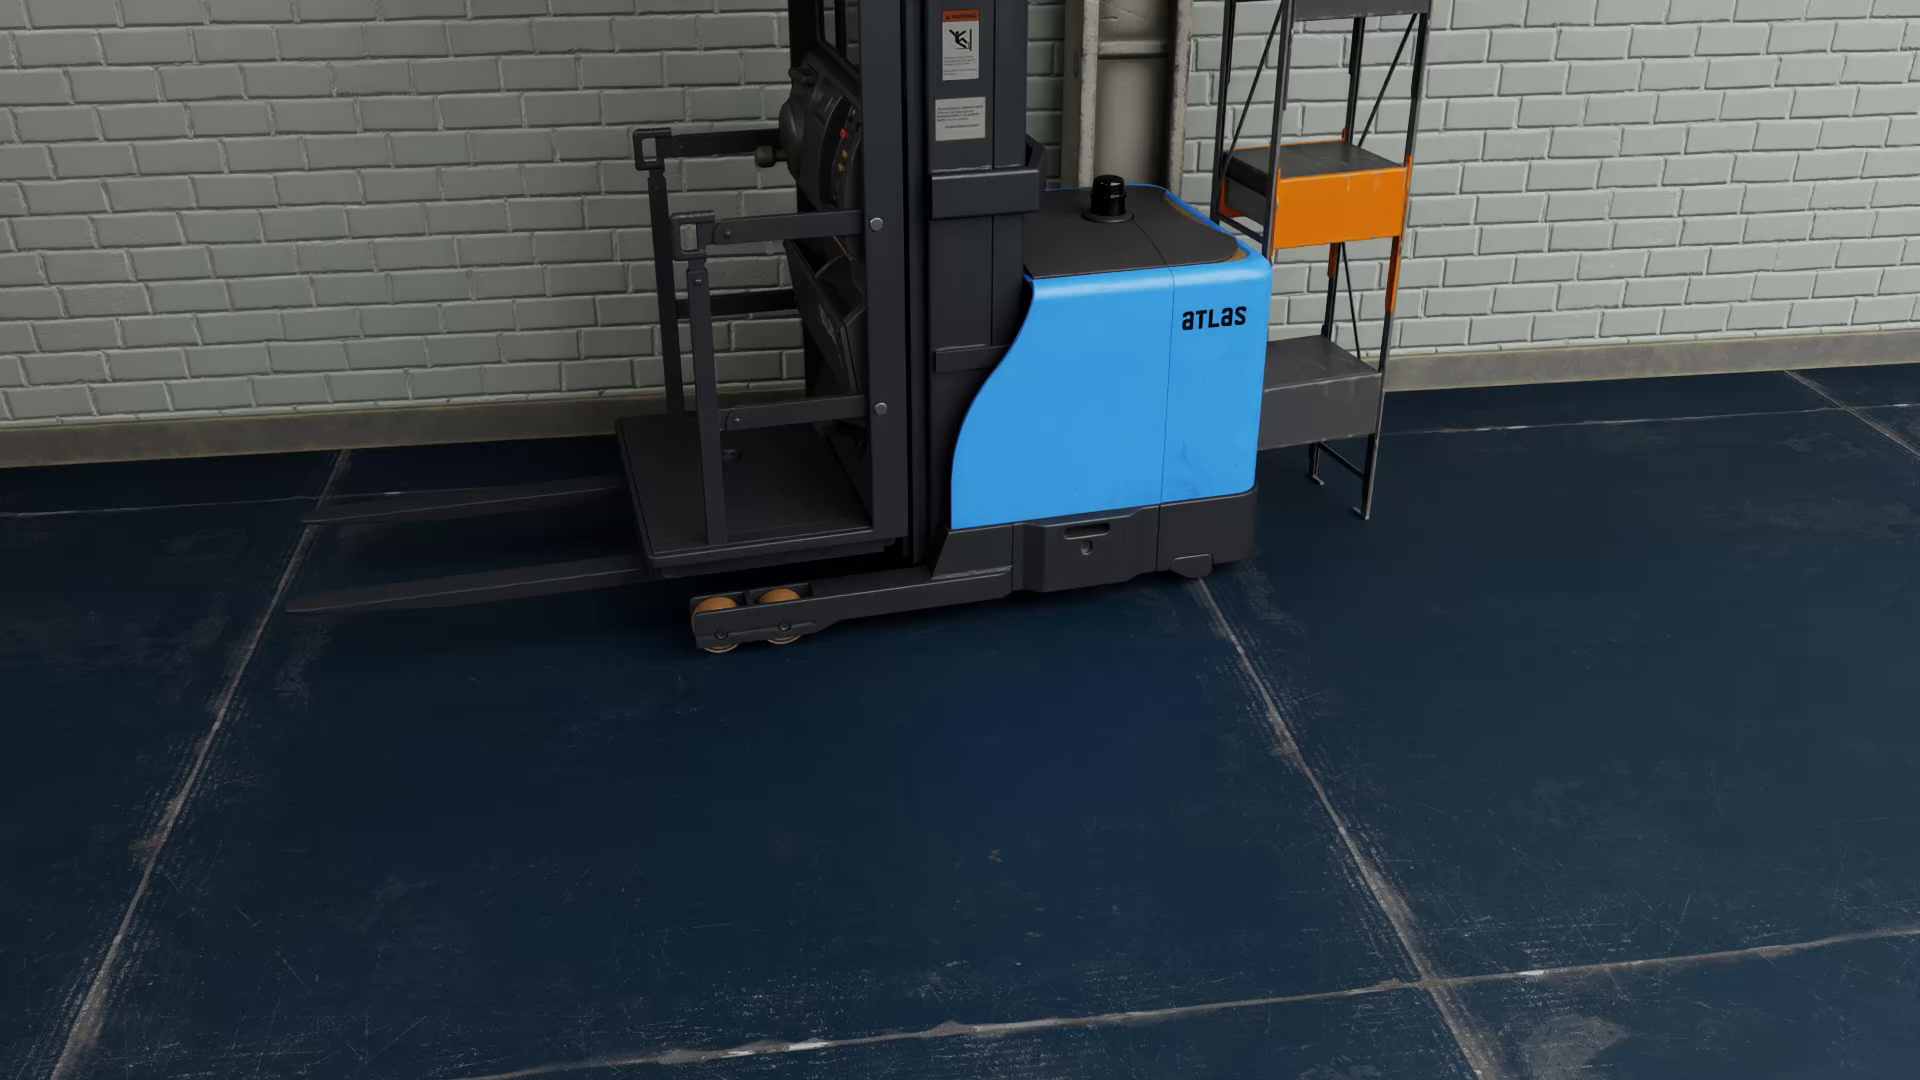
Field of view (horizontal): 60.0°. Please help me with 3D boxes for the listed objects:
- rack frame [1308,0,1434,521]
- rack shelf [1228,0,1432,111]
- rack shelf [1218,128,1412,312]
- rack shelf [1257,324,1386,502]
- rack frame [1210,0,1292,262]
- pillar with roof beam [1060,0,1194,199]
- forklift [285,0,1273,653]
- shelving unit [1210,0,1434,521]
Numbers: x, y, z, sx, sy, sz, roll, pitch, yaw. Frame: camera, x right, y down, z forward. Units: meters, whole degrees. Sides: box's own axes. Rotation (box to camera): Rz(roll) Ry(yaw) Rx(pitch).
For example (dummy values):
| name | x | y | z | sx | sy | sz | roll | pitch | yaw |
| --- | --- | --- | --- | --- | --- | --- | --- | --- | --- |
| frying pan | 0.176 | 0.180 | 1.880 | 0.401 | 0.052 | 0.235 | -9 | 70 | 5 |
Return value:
| name | x | y | z | sx | sy | sz | roll | pitch | yaw |
| --- | --- | --- | --- | --- | --- | --- | --- | --- | --- |
| rack frame | 1.374 | -1.089 | 5.571 | 0.015 | 2.100 | 0.400 | -9 | 29 | -17 |
| rack shelf | 1.144 | -1.663 | 5.187 | 0.480 | 0.518 | 0.431 | -9 | 29 | -17 |
| rack shelf | 1.144 | -1.040 | 5.506 | 0.480 | 0.518 | 0.431 | -9 | 29 | -17 |
| rack shelf | 1.144 | -0.417 | 5.826 | 0.480 | 0.518 | 0.431 | -9 | 29 | -17 |
| rack frame | 0.914 | -1.015 | 5.428 | 0.015 | 2.100 | 0.400 | -9 | 29 | -17 |
| pillar with roof beam | 1.204 | -2.547 | 0.856 | 0.400 | 9.000 | 9.100 | -4 | 27 | -7 |
| forklift | -0.600 | -1.228 | 4.932 | 3.031 | 2.935 | 1.130 | -7 | 28 | -14 |
| shelving unit | 1.144 | -1.052 | 5.500 | 0.503 | 2.100 | 0.431 | -9 | 29 | -17 |
